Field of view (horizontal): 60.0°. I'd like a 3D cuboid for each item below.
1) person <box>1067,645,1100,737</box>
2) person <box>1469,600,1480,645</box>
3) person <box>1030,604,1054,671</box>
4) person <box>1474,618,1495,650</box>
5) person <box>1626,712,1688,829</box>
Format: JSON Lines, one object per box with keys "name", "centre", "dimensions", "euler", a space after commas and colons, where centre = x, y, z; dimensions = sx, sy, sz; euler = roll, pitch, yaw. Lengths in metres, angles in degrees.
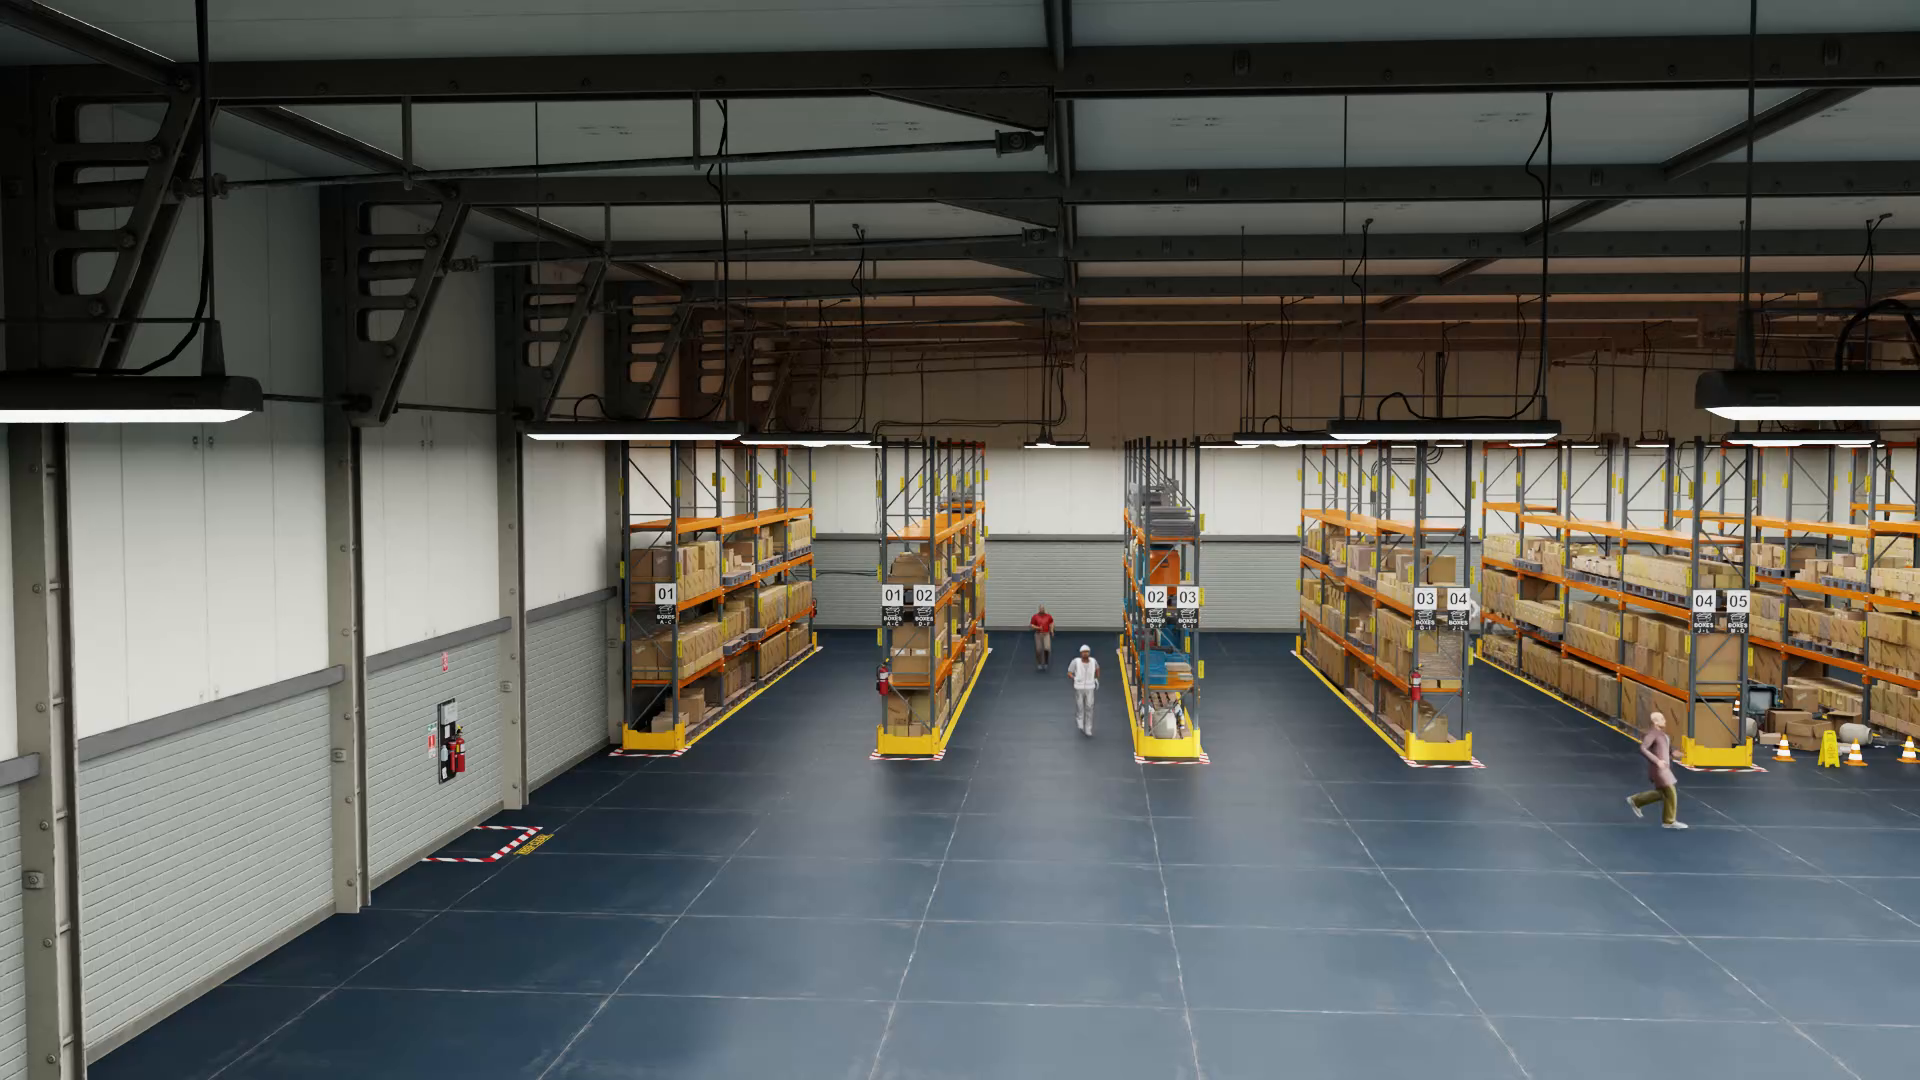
{"name": "person", "centre": [2.511, 3.020, 33.707], "dimensions": [0.673, 1.793, 0.922], "euler": [0, 3, 0]}
{"name": "person", "centre": [14.334, 2.300, 47.347], "dimensions": [1.045, 1.754, 0.765], "euler": [-1, 3, -20]}
{"name": "person", "centre": [2.154, 2.555, 43.382], "dimensions": [0.640, 1.733, 0.703], "euler": [0, 3, -2]}
{"name": "person", "centre": [15.138, 2.324, 47.657], "dimensions": [0.794, 1.739, 0.692], "euler": [1, 3, 22]}
{"name": "person", "centre": [10.603, 3.492, 25.296], "dimensions": [0.913, 1.746, 0.717], "euler": [2, 4, 34]}
